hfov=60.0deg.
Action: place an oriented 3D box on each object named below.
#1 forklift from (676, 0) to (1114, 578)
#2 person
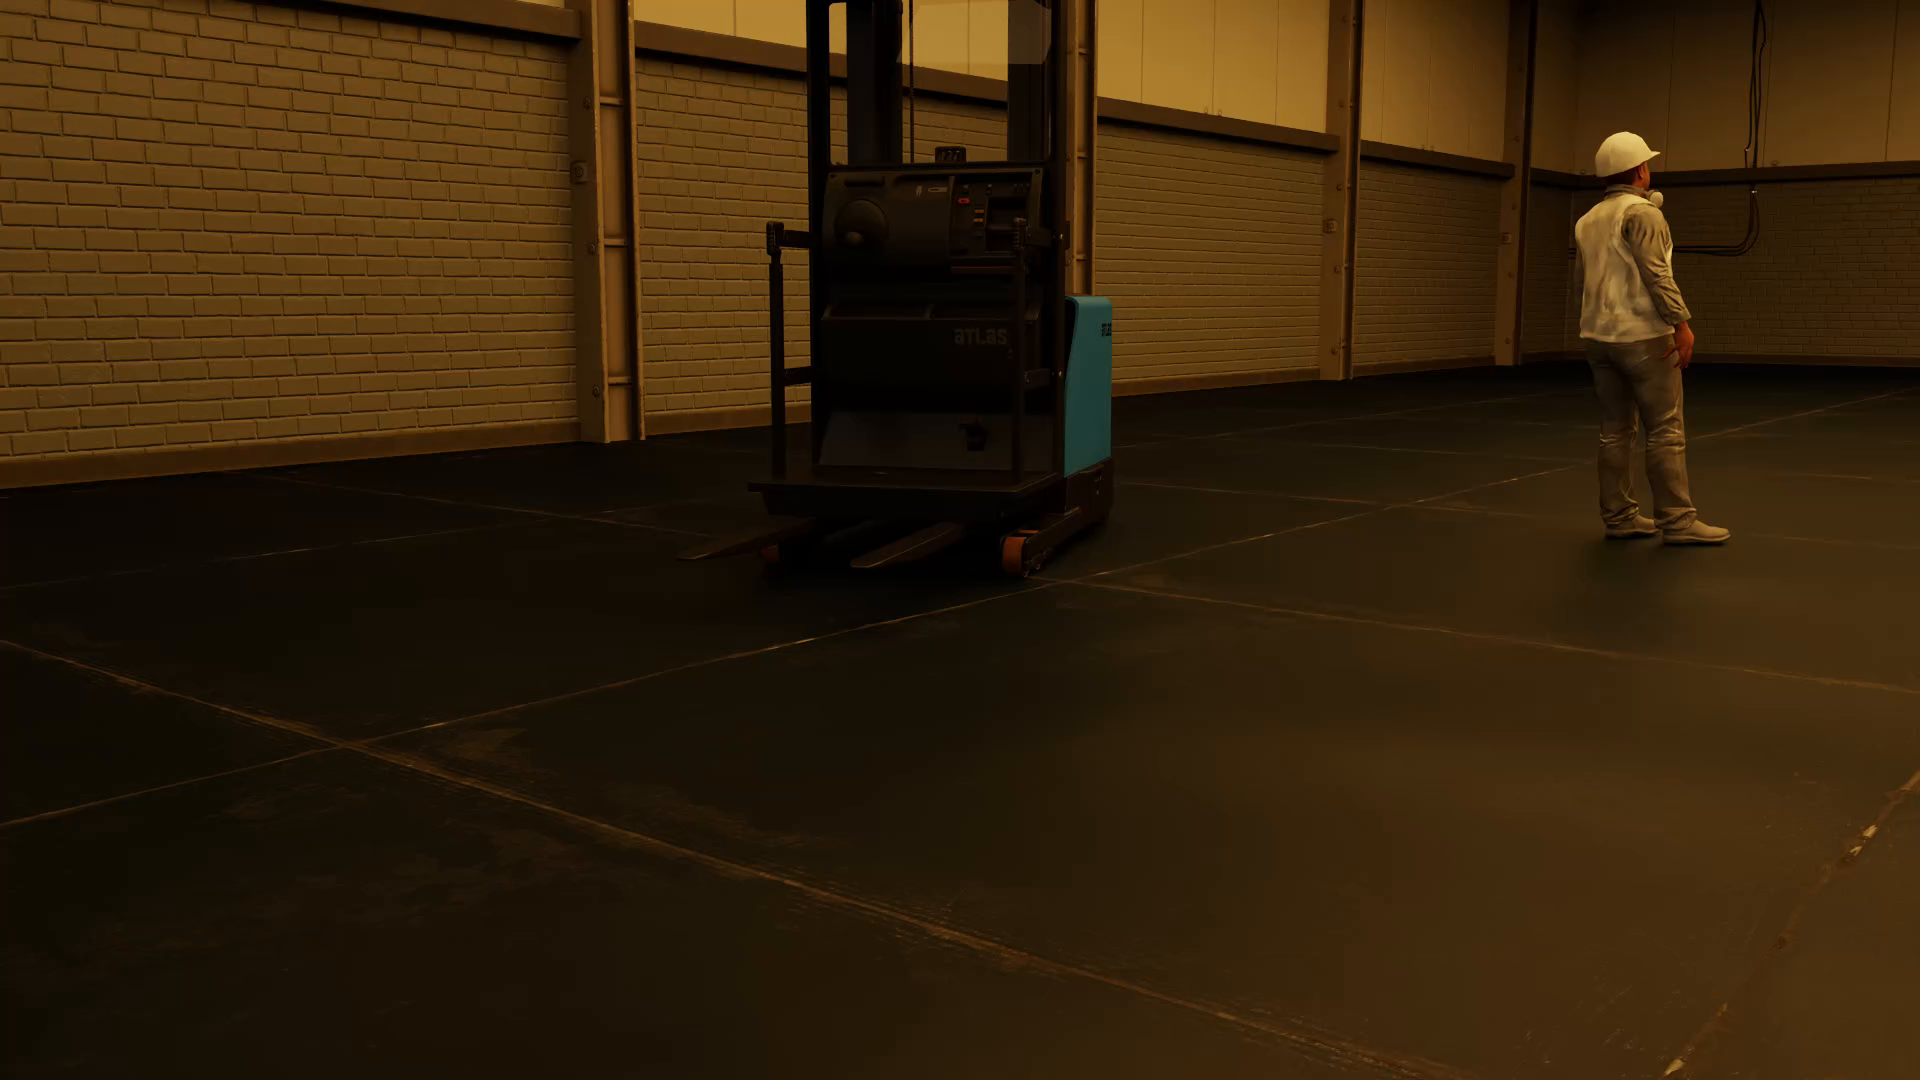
[{"bbox_3d":[-0.176,-1.366,6.616,1.130,2.935,3.031,3,9,17],"label":"forklift"},{"bbox_3d":[3.028,-0.896,7.348,0.569,1.773,0.632,-2,9,-16],"label":"person"}]
